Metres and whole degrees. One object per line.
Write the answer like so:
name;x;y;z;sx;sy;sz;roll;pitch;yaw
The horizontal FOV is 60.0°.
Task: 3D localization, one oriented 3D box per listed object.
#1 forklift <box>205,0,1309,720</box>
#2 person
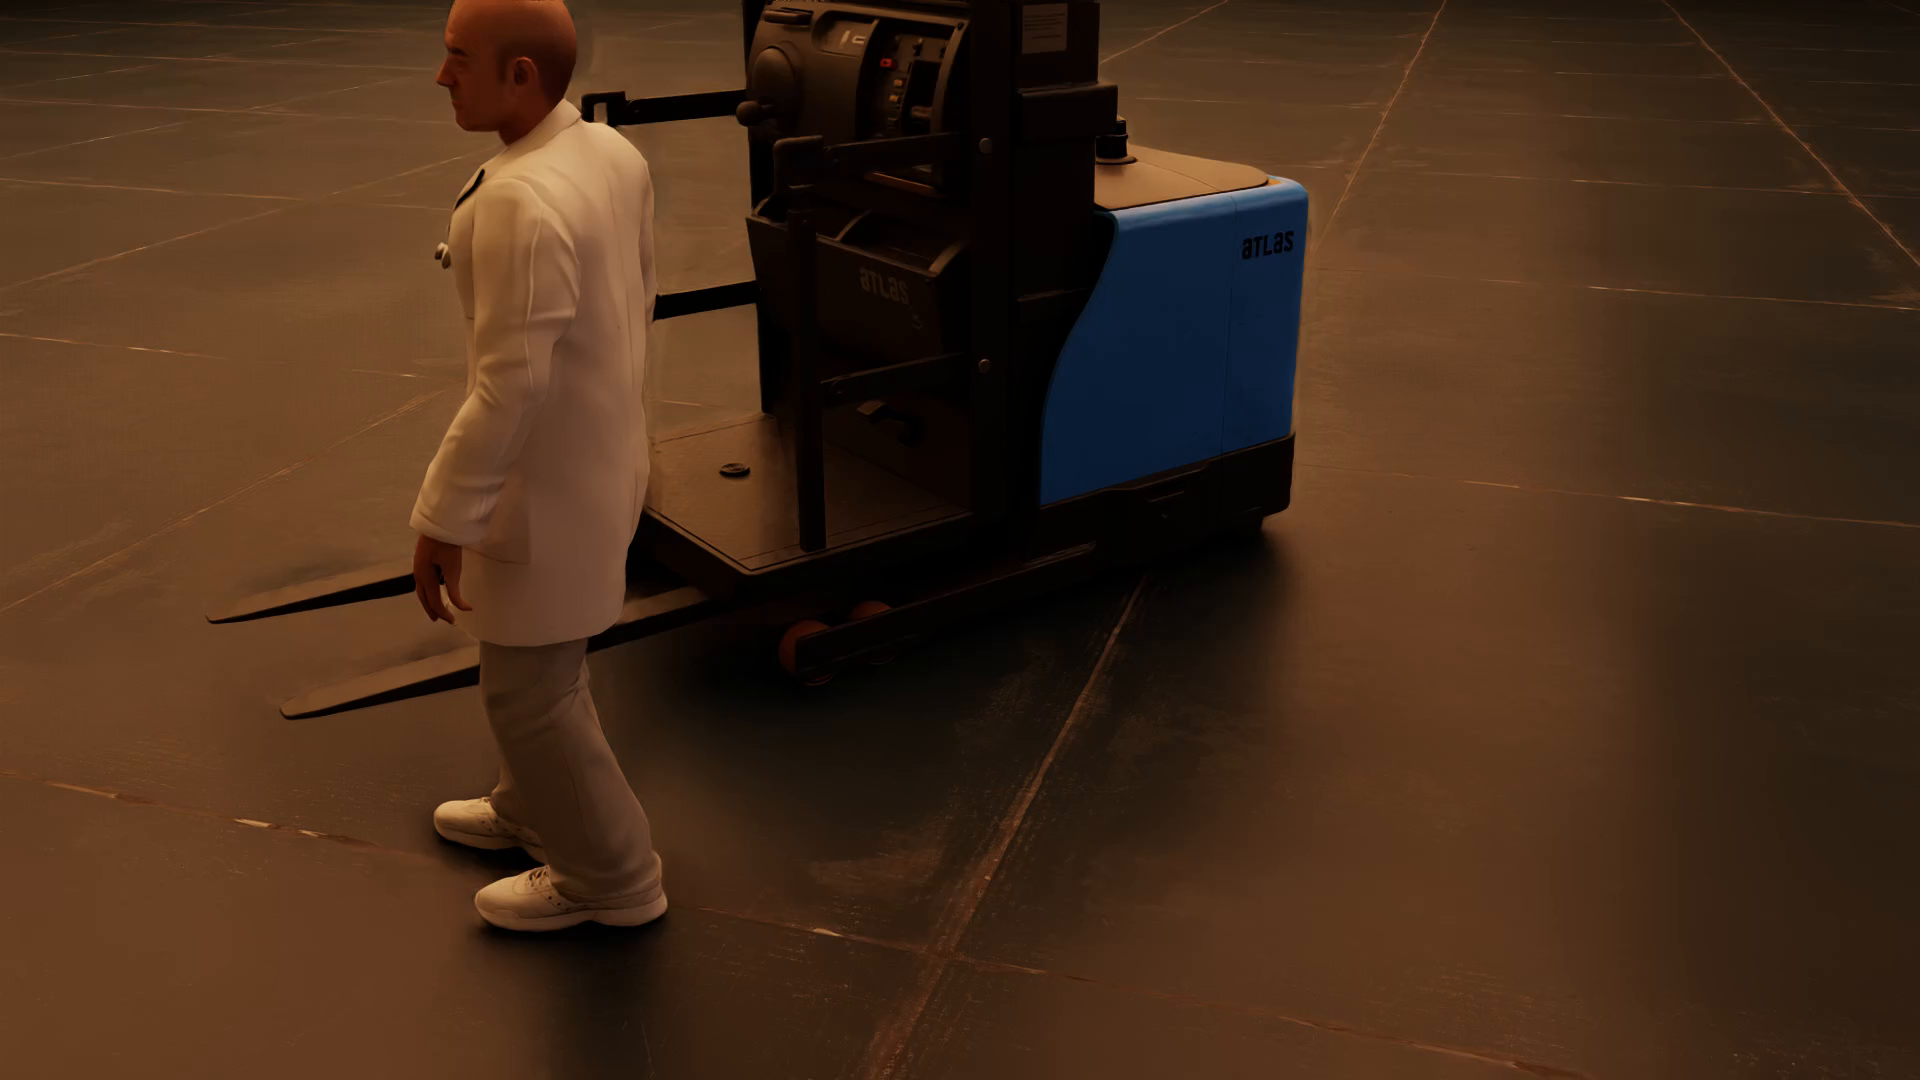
forklift;-0.451;-1.212;4.215;3.031;2.935;1.130;-16;27;-34
person;-0.862;-0.102;3.048;0.572;1.769;0.758;2;22;4
